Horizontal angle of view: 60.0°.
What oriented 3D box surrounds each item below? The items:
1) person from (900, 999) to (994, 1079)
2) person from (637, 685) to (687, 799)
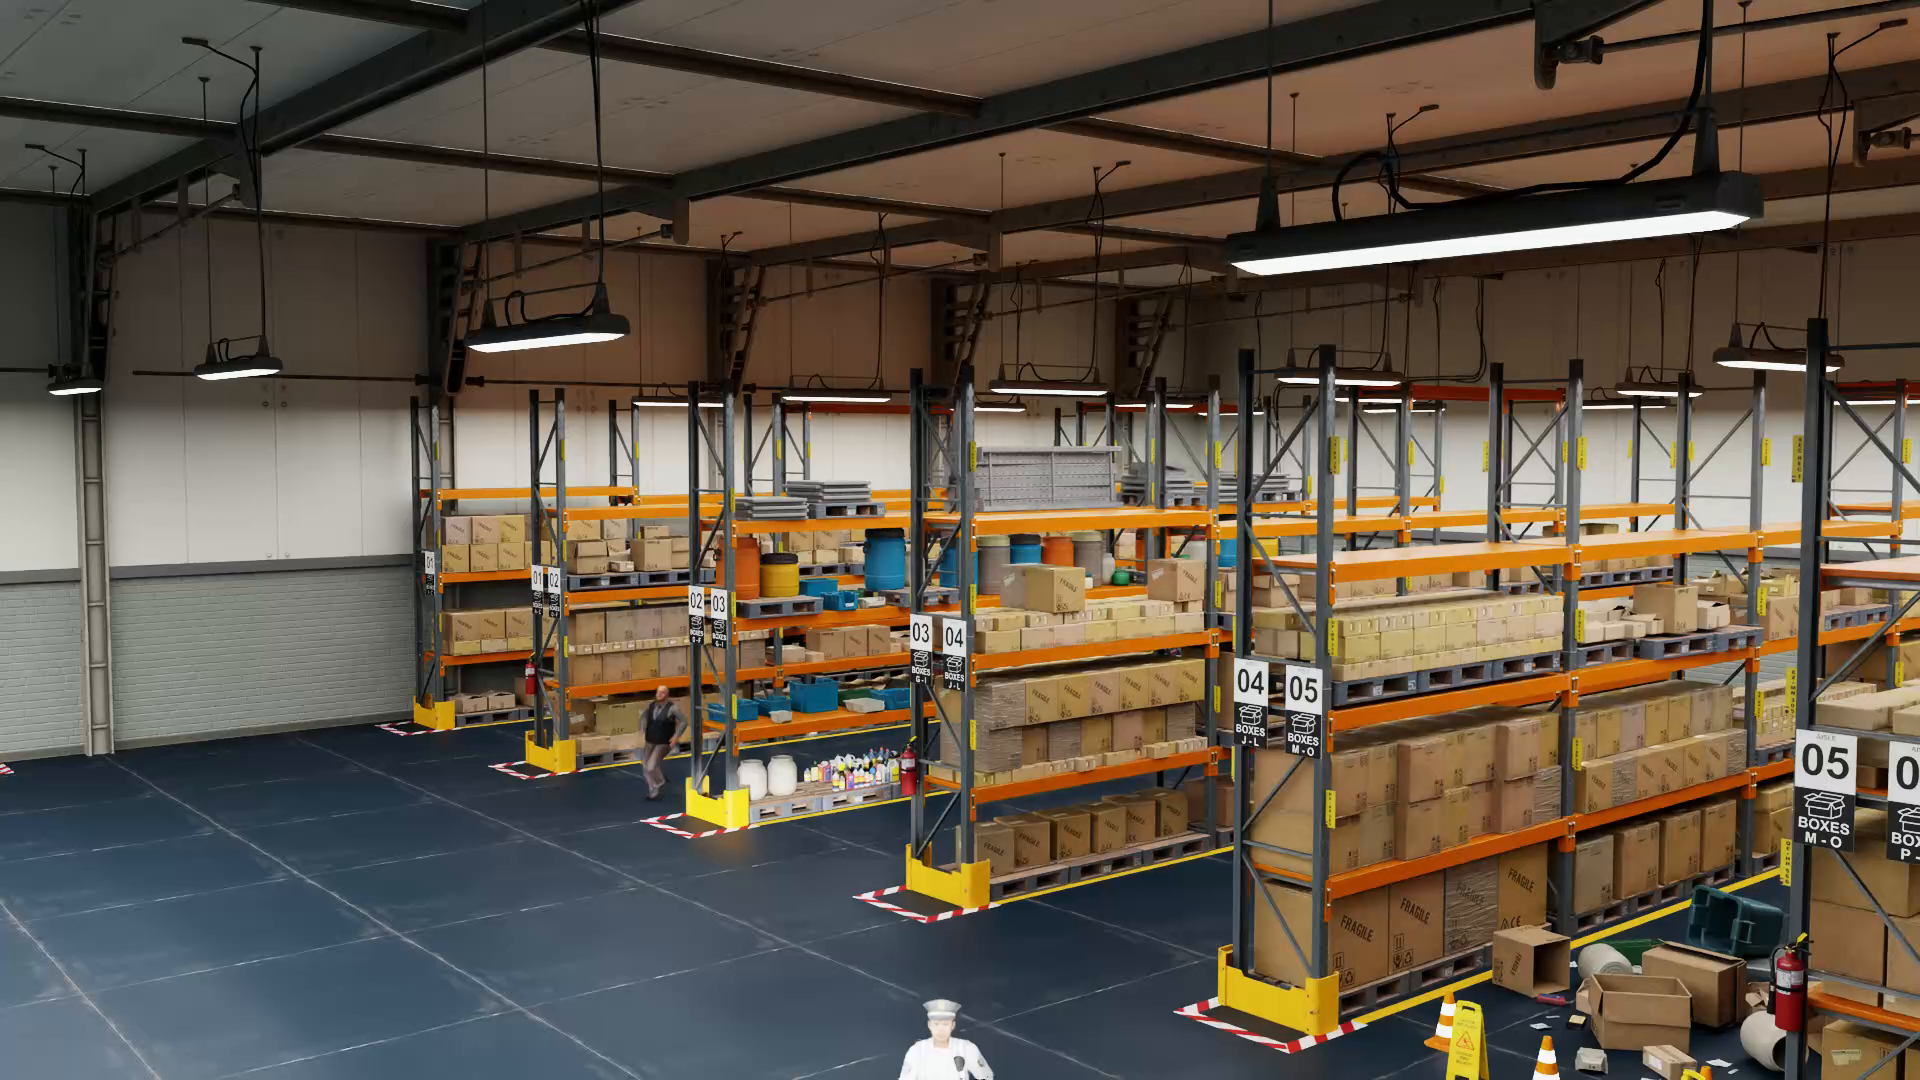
[{"bbox_3d":[-0.101,3.718,10.489,0.604,1.659,0.530,0,3,5],"label":"person"},{"bbox_3d":[-4.332,2.919,23.895,0.716,1.667,0.584,2,4,26],"label":"person"}]
